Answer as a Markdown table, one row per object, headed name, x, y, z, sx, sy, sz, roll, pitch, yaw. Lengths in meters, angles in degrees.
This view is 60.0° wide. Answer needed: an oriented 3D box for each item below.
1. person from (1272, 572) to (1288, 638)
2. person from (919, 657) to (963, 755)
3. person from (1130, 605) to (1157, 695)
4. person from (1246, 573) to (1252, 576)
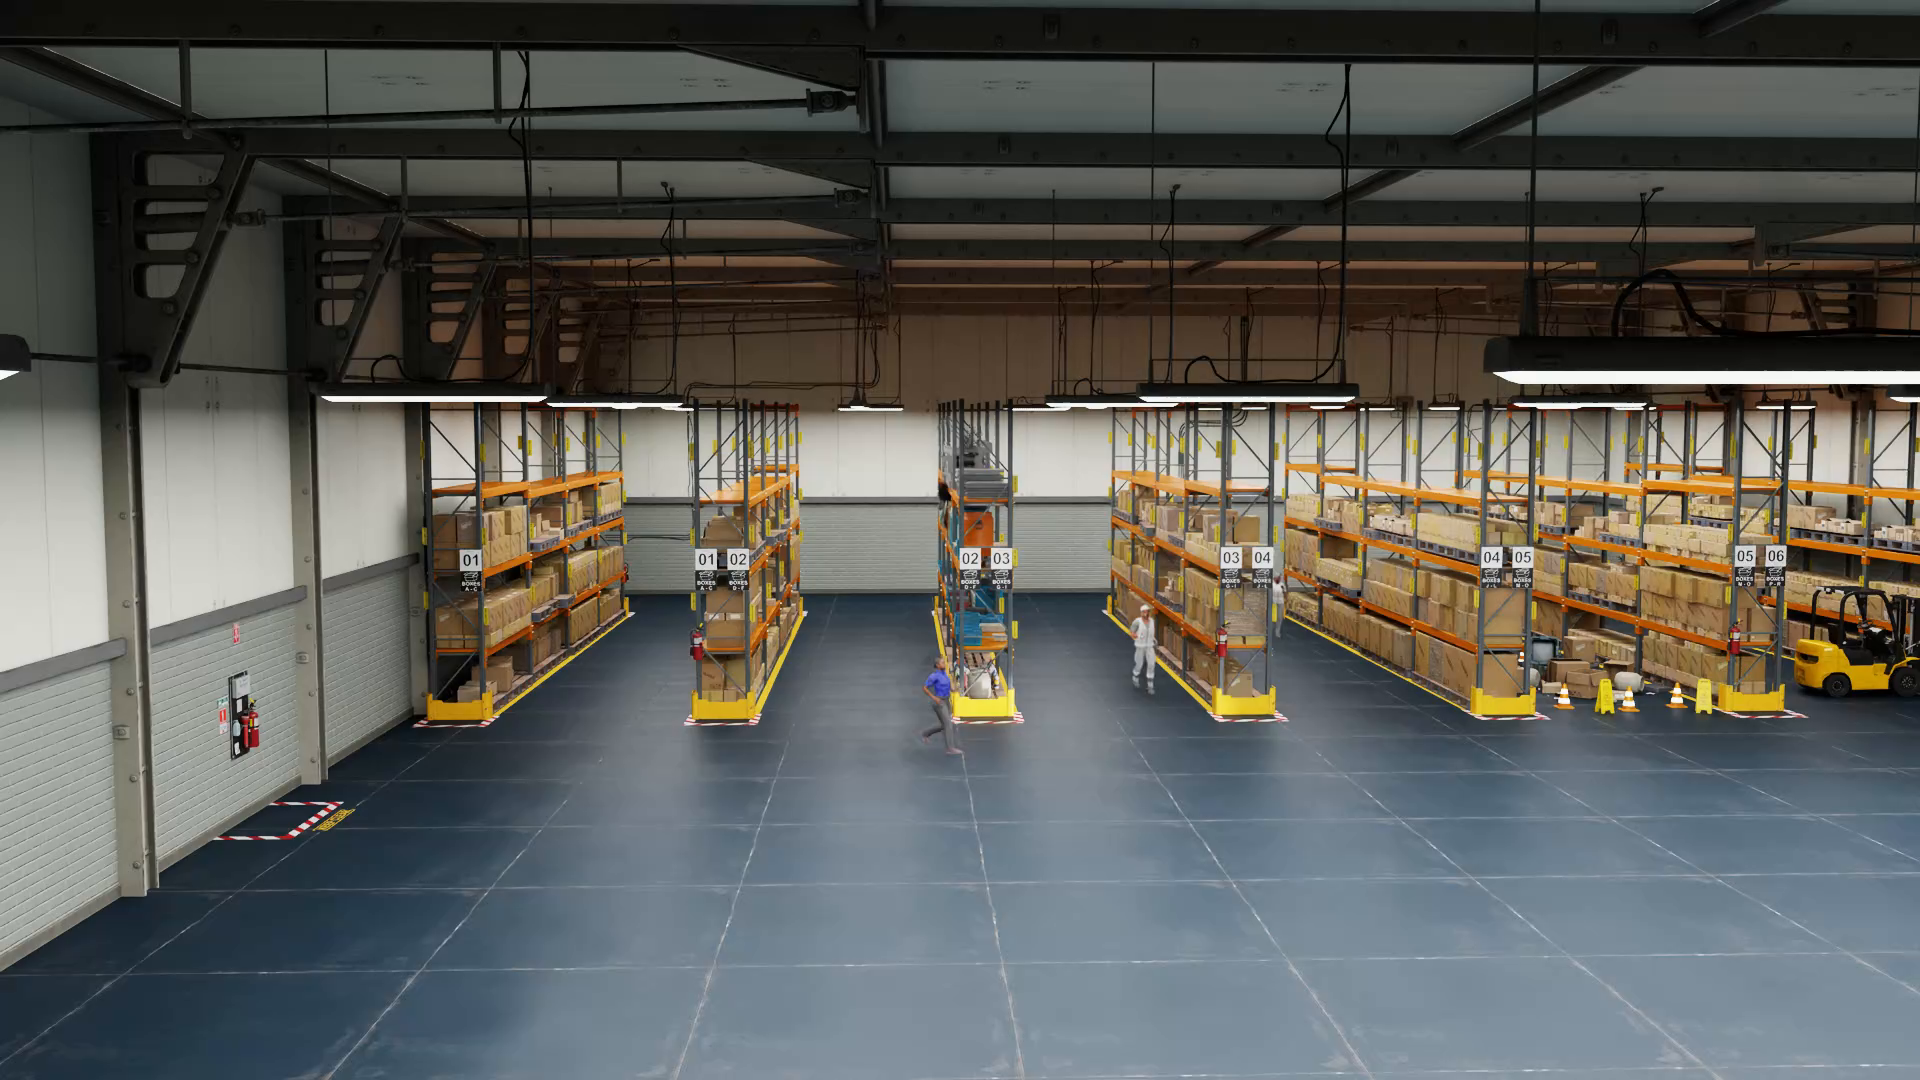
| name | x | y | z | sx | sy | sz | roll | pitch | yaw |
| --- | --- | --- | --- | --- | --- | --- | --- | --- | --- |
| person | 8.176 | 1.652 | 42.826 | 0.593 | 1.660 | 0.768 | 0 | 4 | 0 |
| person | -0.323 | 2.773 | 28.017 | 0.831 | 1.626 | 0.587 | 2 | 5 | 26 |
| person | 3.774 | 2.229 | 34.206 | 0.613 | 1.823 | 0.893 | -1 | 4 | -10 |
| person | 8.045 | 1.300 | 46.756 | 0.693 | 1.810 | 0.879 | 0 | 4 | -1 |
